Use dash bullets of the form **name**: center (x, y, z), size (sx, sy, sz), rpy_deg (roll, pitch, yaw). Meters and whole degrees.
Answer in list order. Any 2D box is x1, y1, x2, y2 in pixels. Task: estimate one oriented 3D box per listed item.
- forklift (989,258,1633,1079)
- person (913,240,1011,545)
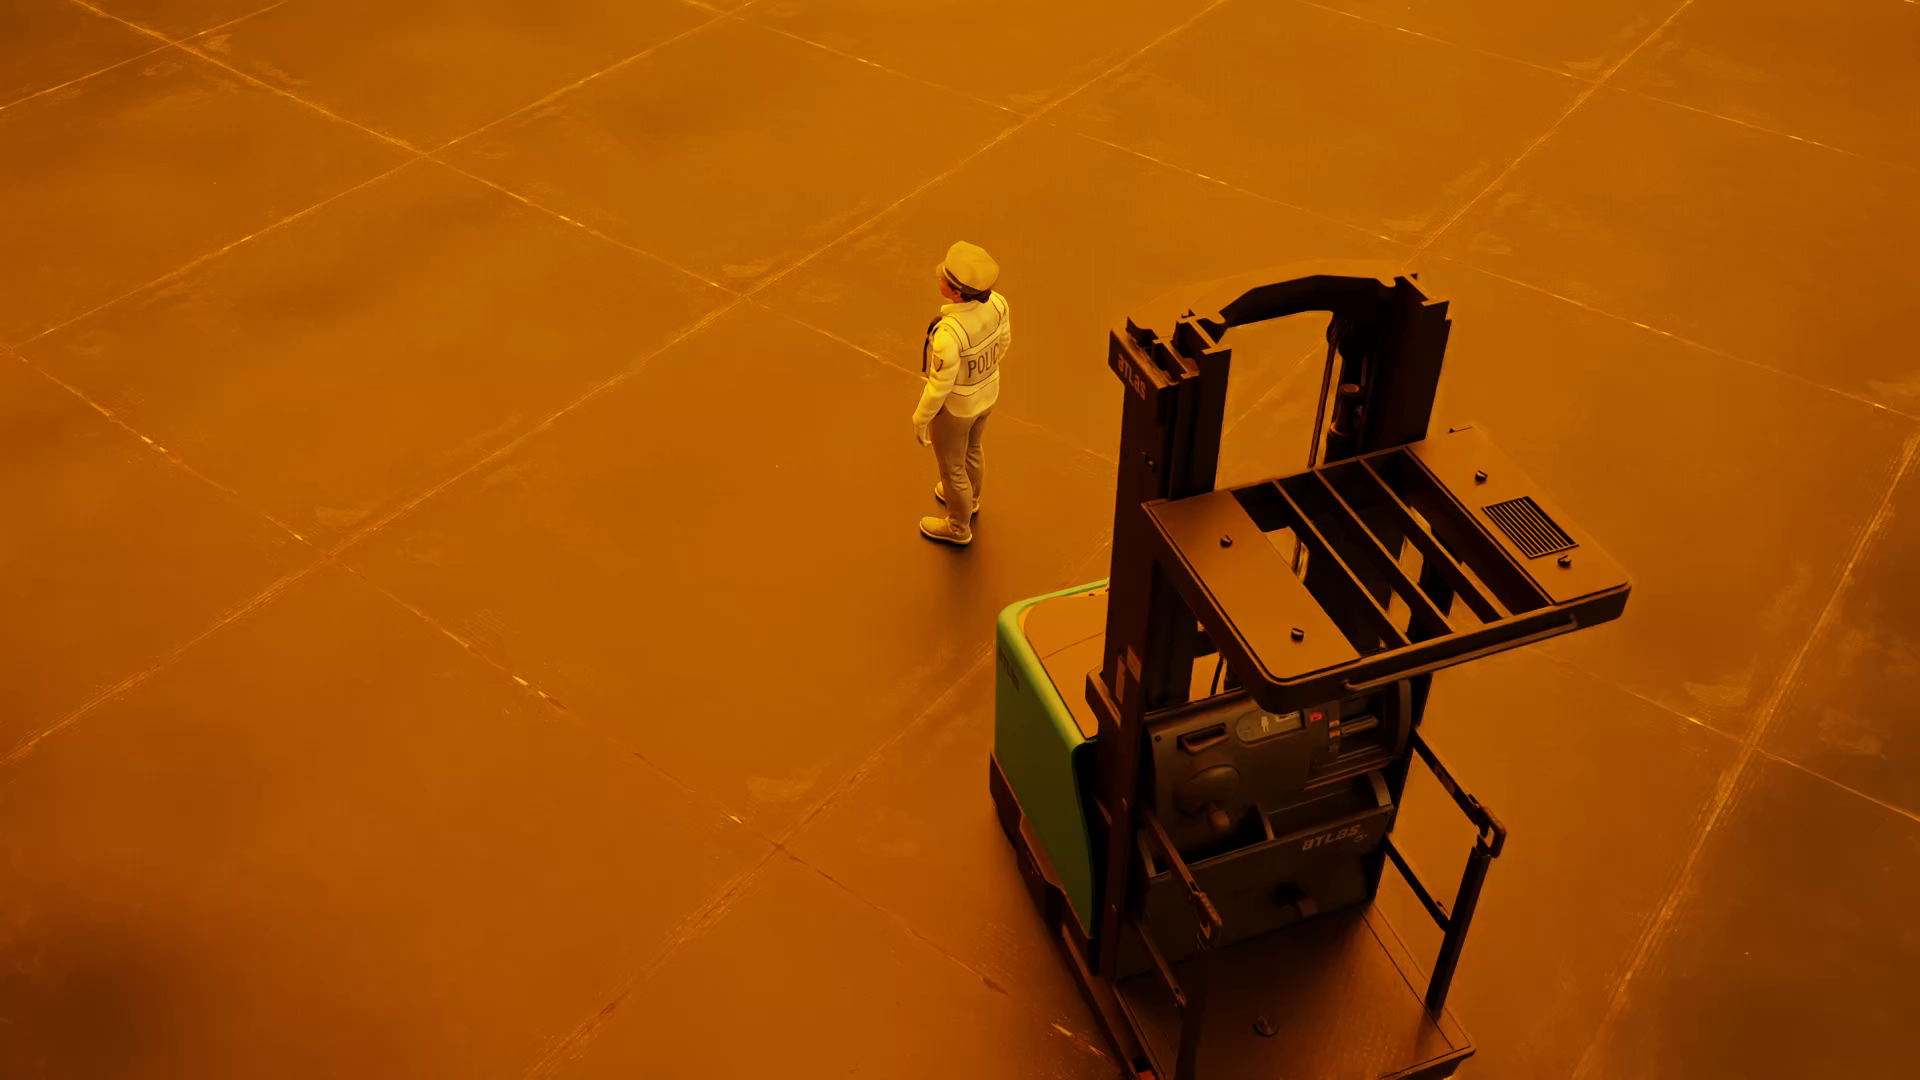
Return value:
- **forklift**: center (1.115, 0.742, 5.204), size (1.130, 2.935, 3.031), rpy_deg (-14, 42, -15)
- **person**: center (-0.050, -0.681, 7.815), size (0.532, 1.694, 0.586), rpy_deg (26, 47, 28)
